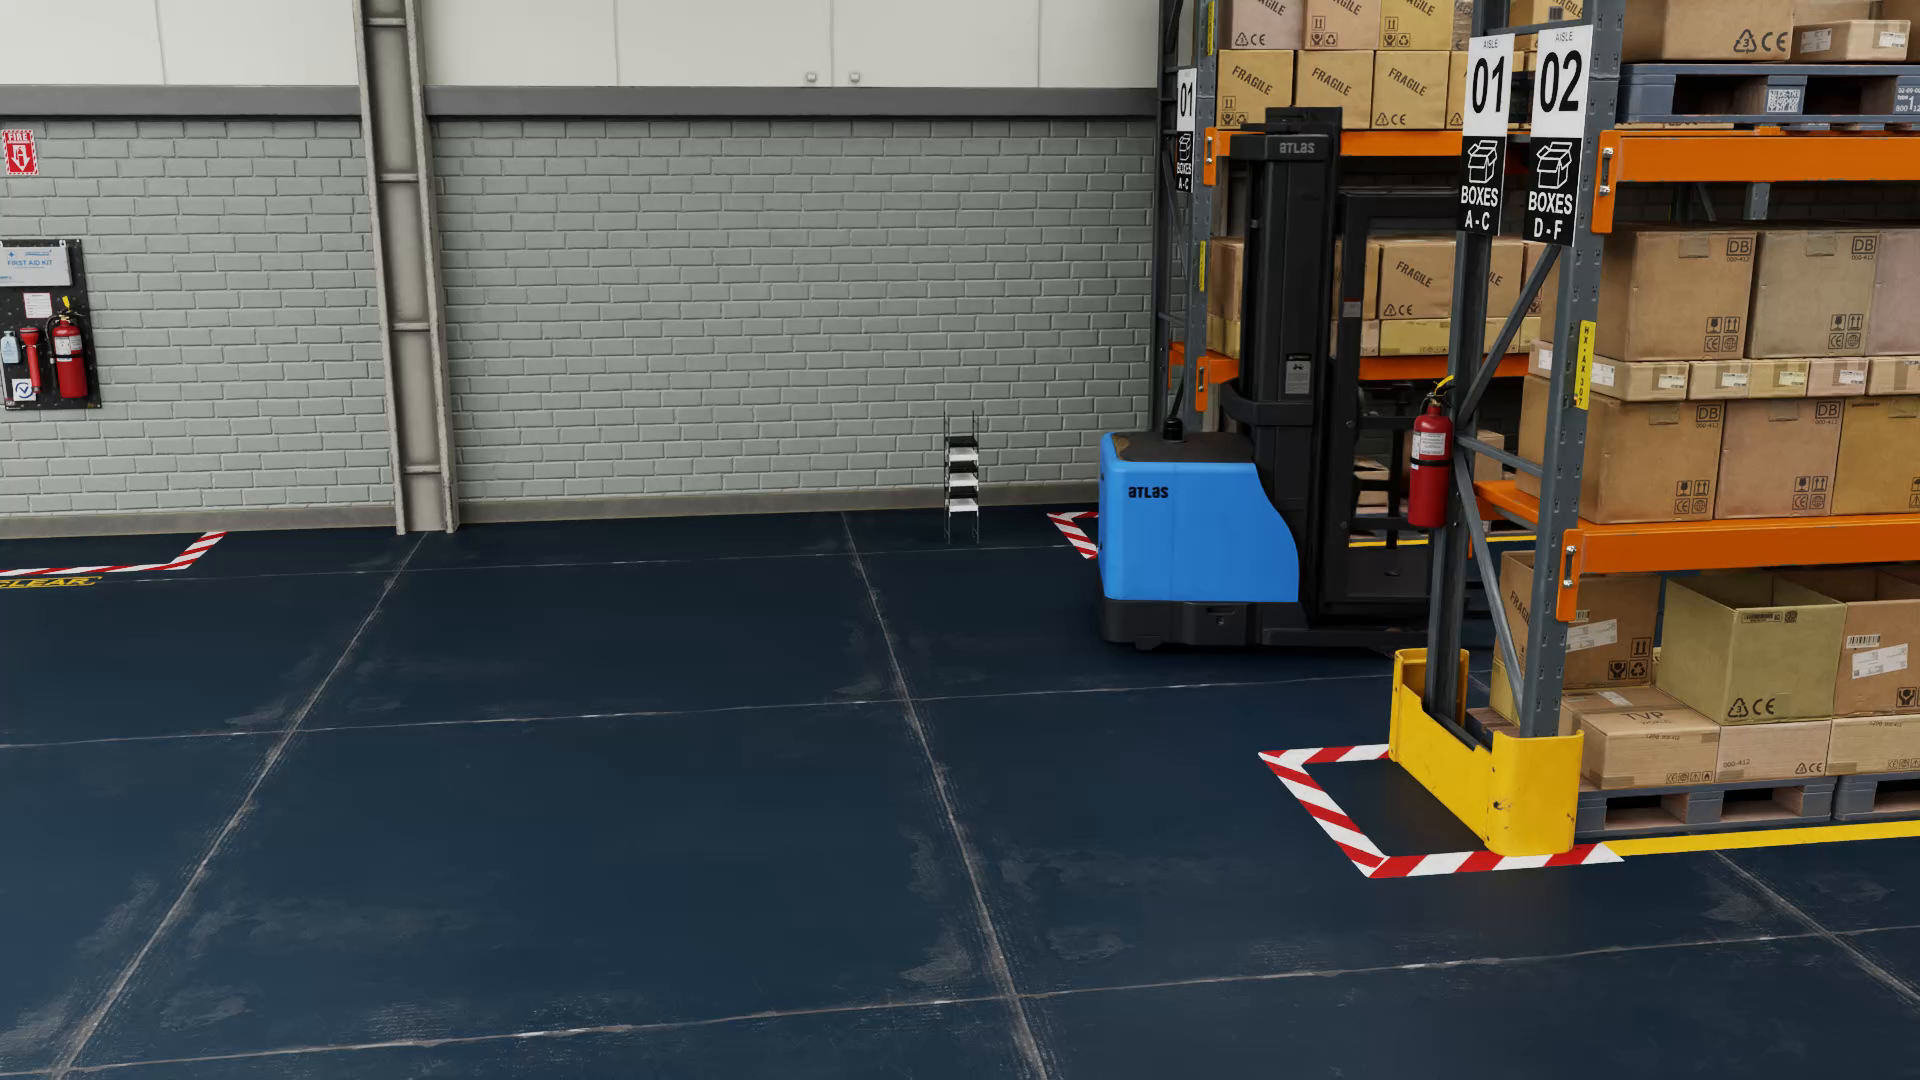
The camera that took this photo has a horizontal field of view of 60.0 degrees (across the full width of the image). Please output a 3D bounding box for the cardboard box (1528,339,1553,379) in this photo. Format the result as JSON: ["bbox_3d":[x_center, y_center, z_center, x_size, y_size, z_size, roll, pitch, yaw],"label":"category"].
[{"bbox_3d":[2.611,-0.754,7.022,0.250,0.149,0.380,-2,14,-9],"label":"cardboard box"}]

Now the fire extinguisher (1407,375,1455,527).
[{"bbox_3d":[2.076,-0.401,7.313,0.183,0.674,0.296,-2,14,-8],"label":"fire extinguisher"}]

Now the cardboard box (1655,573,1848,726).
[{"bbox_3d":[3.319,0.451,7.006,0.500,0.500,0.500,-2,14,-8],"label":"cardboard box"}]

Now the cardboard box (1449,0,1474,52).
[{"bbox_3d":[3.435,-3.650,11.643,0.500,0.500,0.500,-2,14,-8],"label":"cardboard box"}]

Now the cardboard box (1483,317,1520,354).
[{"bbox_3d":[3.566,-1.458,11.635,0.500,0.250,0.500,-2,14,-8],"label":"cardboard box"}]

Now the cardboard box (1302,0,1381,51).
[{"bbox_3d":[2.441,-3.482,10.972,0.500,0.500,0.500,-2,14,-9],"label":"cardboard box"}]

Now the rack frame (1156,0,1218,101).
[{"bbox_3d":[1.520,-4.432,10.896,0.127,3.000,1.000,-2,14,-8],"label":"rack frame"}]

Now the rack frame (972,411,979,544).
[{"bbox_3d":[0.109,-0.440,11.628,0.006,0.900,0.240,-2,14,-8],"label":"rack frame"}]

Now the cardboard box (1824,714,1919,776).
[{"bbox_3d":[3.814,0.796,7.170,0.500,0.250,0.500,-2,14,-8],"label":"cardboard box"}]

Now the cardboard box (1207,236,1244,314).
[{"bbox_3d":[1.955,-1.891,11.823,0.500,0.500,0.500,-2,14,-9],"label":"cardboard box"}]

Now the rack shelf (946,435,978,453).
[{"bbox_3d":[0.008,-0.666,11.556,0.200,0.077,0.258,-2,14,-8],"label":"rack shelf"}]

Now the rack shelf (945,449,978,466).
[{"bbox_3d":[0.008,-0.579,11.578,0.200,0.077,0.258,-2,14,-8],"label":"rack shelf"}]

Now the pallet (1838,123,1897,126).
[{"bbox_3d":[7.127,-3.066,12.002,1.003,0.211,1.213,-2,14,-8],"label":"pallet"}]

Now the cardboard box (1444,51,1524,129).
[{"bbox_3d":[3.464,-3.043,11.275,0.500,0.500,0.500,-1,14,-5],"label":"cardboard box"}]

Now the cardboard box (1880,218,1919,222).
[{"bbox_3d":[4.291,-1.082,6.996,0.500,0.500,0.700,-2,14,-8],"label":"cardboard box"}]

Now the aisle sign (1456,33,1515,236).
[{"bbox_3d":[2.153,-1.660,6.831,0.004,0.787,0.394,-2,14,-8],"label":"aisle sign"}]

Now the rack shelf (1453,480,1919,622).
[{"bbox_3d":[4.239,-0.055,7.252,4.000,0.370,1.077,-2,14,-8],"label":"rack shelf"}]

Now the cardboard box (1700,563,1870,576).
[{"bbox_3d":[3.734,0.304,7.589,0.500,0.500,0.500,-2,14,-8],"label":"cardboard box"}]

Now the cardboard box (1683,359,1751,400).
[{"bbox_3d":[2.943,-0.667,6.675,0.250,0.149,0.380,-2,14,-10],"label":"cardboard box"}]

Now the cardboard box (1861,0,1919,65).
[{"bbox_3d":[3.911,-2.140,6.953,0.500,0.311,0.500,0,14,-2],"label":"cardboard box"}]

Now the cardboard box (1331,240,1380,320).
[{"bbox_3d":[2.527,-1.784,11.393,0.500,0.500,0.500,-2,14,-8],"label":"cardboard box"}]

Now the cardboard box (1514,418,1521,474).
[{"bbox_3d":[4.455,-0.621,12.266,0.500,0.500,0.500,-3,14,-13],"label":"cardboard box"}]

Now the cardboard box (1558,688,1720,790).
[{"bbox_3d":[2.825,0.833,7.023,0.500,0.250,0.500,-2,14,-8],"label":"cardboard box"}]

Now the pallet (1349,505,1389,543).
[{"bbox_3d":[2.404,-0.194,12.060,1.213,0.211,1.003,-2,14,-8],"label":"pallet"}]

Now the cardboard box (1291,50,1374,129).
[{"bbox_3d":[2.424,-2.998,11.098,0.500,0.500,0.500,-1,14,-5],"label":"cardboard box"}]

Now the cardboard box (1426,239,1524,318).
[{"bbox_3d":[3.548,-1.822,11.548,0.500,0.500,0.500,-2,14,-7],"label":"cardboard box"}]

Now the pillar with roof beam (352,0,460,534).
[{"bbox_3d":[-3.208,-3.413,6.831,0.400,9.000,9.100,-2,14,-8],"label":"pillar with roof beam"}]

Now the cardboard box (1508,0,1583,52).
[{"bbox_3d":[3.965,-3.538,11.196,0.500,0.500,0.500,-3,14,-10],"label":"cardboard box"}]

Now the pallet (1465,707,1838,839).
[{"bbox_3d":[3.012,0.984,7.365,1.213,0.211,1.003,-2,14,-8],"label":"pallet"}]

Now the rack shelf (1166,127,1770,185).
[{"bbox_3d":[3.498,-2.701,11.638,4.000,0.370,1.077,-2,14,-8],"label":"rack shelf"}]

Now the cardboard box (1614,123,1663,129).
[{"bbox_3d":[4.511,-3.088,11.454,0.500,0.500,0.500,-3,14,-13],"label":"cardboard box"}]

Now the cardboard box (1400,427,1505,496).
[{"bbox_3d":[3.514,-0.562,12.031,0.500,0.500,0.700,-3,14,-12],"label":"cardboard box"}]

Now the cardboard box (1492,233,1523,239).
[{"bbox_3d":[3.974,-1.967,12.123,0.500,0.500,0.500,-2,14,-7],"label":"cardboard box"}]

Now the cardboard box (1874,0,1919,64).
[{"bbox_3d":[3.945,-2.100,6.408,0.500,0.500,0.500,-2,14,-8],"label":"cardboard box"}]

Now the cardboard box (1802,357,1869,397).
[{"bbox_3d":[3.439,-0.684,6.744,0.250,0.149,0.380,-2,14,-9],"label":"cardboard box"}]

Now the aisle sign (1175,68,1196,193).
[{"bbox_3d":[1.494,-2.709,11.012,0.004,0.787,0.394,-2,14,-8],"label":"aisle sign"}]

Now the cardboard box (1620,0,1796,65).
[{"bbox_3d":[2.831,-2.127,6.509,0.637,0.503,0.797,-1,14,-4],"label":"cardboard box"}]

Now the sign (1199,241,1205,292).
[{"bbox_3d":[1.601,-1.812,11.000,0.005,0.325,0.100,-2,14,-8],"label":"sign"}]

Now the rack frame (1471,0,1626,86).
[{"bbox_3d":[2.262,-3.241,6.146,0.127,3.000,1.000,-2,14,-8],"label":"rack frame"}]

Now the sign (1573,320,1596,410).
[{"bbox_3d":[2.339,-0.656,6.227,0.005,0.325,0.100,-2,14,-8],"label":"sign"}]

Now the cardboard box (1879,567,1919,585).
[{"bbox_3d":[4.309,0.416,7.146,0.500,0.500,0.500,-2,14,-8],"label":"cardboard box"}]

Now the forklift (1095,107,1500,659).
[{"bbox_3d":[2.319,-0.901,9.288,3.031,2.935,1.130,0,14,2],"label":"forklift"}]

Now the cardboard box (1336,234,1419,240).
[{"bbox_3d":[2.964,-1.927,11.965,0.500,0.500,0.500,-2,14,-10],"label":"cardboard box"}]

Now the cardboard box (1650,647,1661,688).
[{"bbox_3d":[3.241,0.687,7.603,0.500,0.250,0.500,-2,14,-8],"label":"cardboard box"}]

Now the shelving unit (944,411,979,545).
[{"bbox_3d":[0.008,-0.437,11.614,0.210,0.900,0.258,-2,14,-8],"label":"shelving unit"}]

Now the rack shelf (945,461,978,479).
[{"bbox_3d":[0.008,-0.492,11.600,0.200,0.077,0.258,-2,14,-8],"label":"rack shelf"}]

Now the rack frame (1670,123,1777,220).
[{"bbox_3d":[5.476,-1.667,12.204,0.127,3.000,1.000,-2,14,-8],"label":"rack frame"}]

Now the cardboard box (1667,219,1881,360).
[{"bbox_3d":[3.297,-1.045,6.849,0.500,0.500,0.700,-2,14,-10],"label":"cardboard box"}]

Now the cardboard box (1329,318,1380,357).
[{"bbox_3d":[2.561,-1.423,11.497,0.500,0.250,0.500,-3,14,-10],"label":"cardboard box"}]

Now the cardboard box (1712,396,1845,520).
[{"bbox_3d":[3.244,-0.414,6.999,0.500,0.500,0.700,-2,14,-7],"label":"cardboard box"}]

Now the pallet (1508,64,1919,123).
[{"bbox_3d":[2.965,-1.762,6.599,1.213,0.211,1.003,-2,14,-8],"label":"pallet"}]

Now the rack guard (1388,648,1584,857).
[{"bbox_3d":[2.238,0.882,7.176,0.348,0.500,1.175,-2,14,-8],"label":"rack guard"}]

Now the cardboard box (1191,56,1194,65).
[{"bbox_3d":[1.895,-3.112,11.550,0.500,0.500,0.500,-1,14,-4],"label":"cardboard box"}]

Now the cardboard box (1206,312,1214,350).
[{"bbox_3d":[1.953,-1.523,11.895,0.500,0.250,0.500,-2,14,-7],"label":"cardboard box"}]
